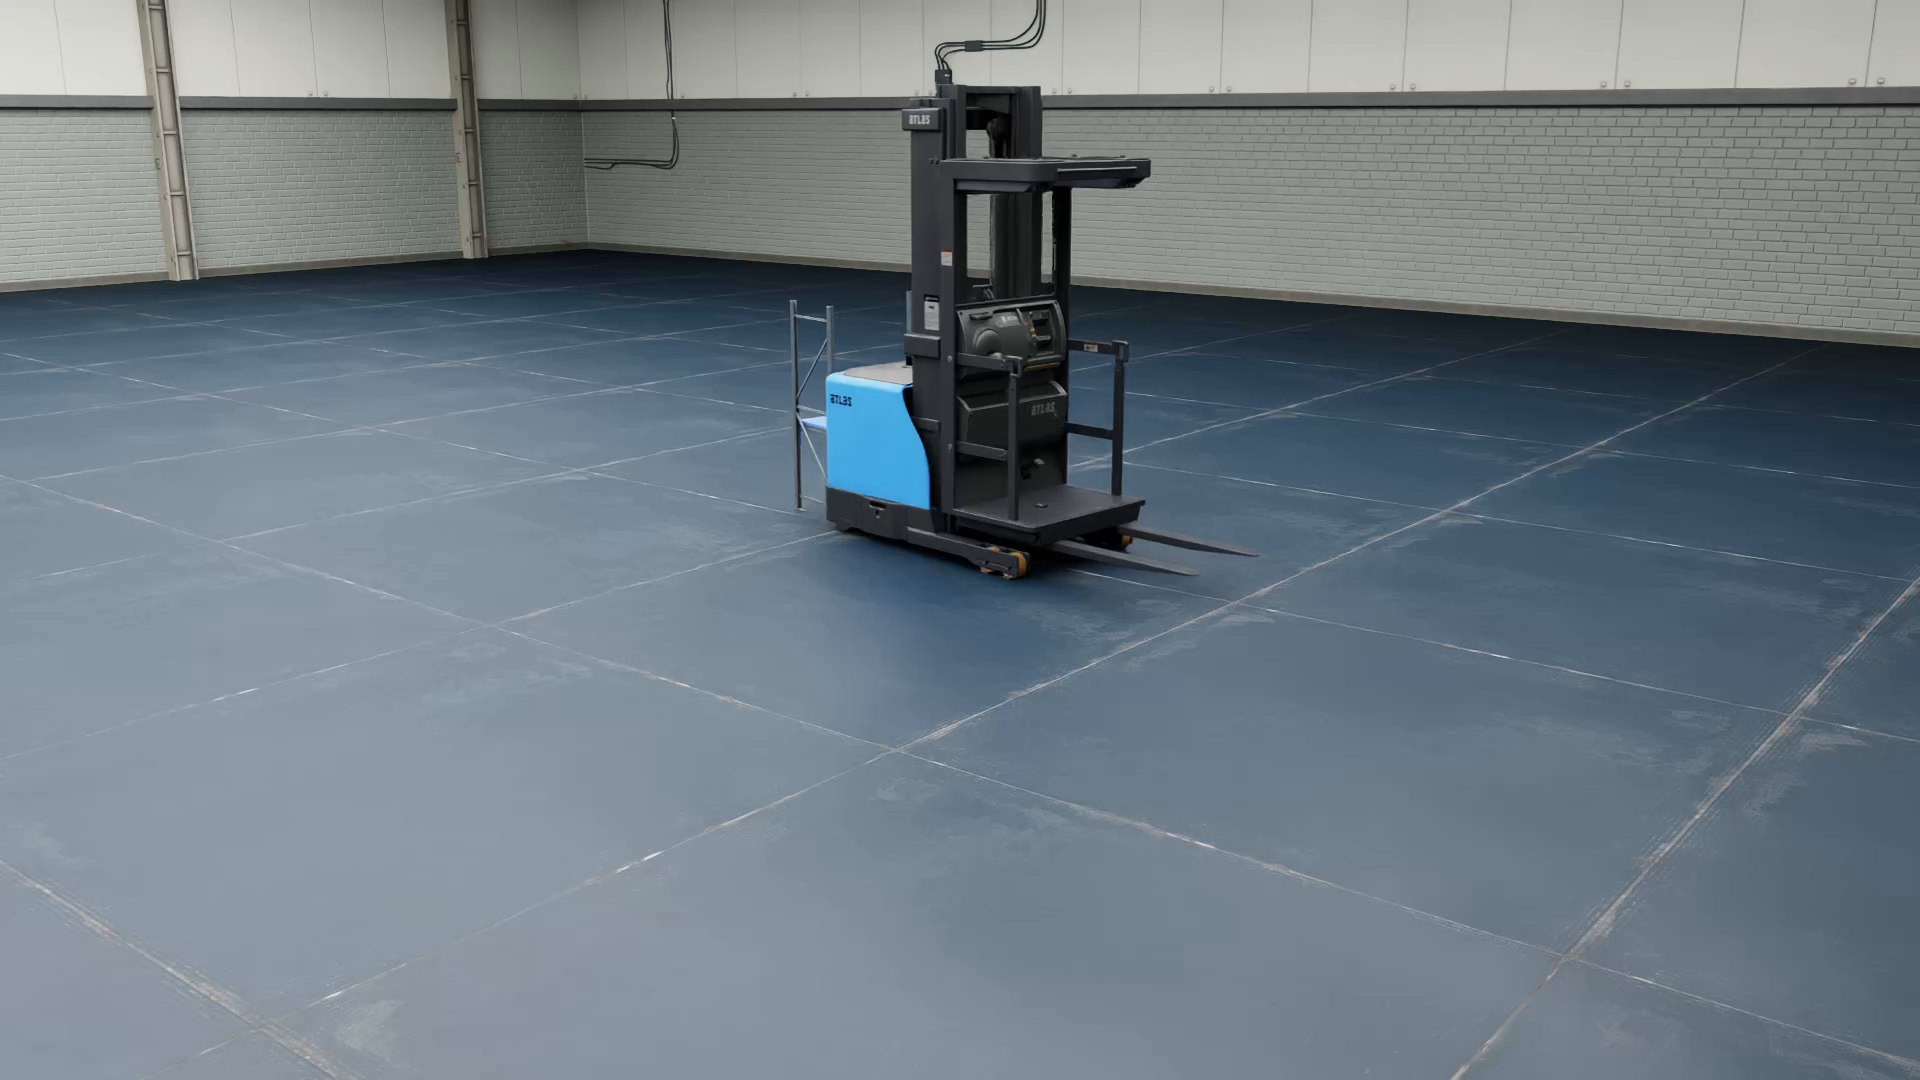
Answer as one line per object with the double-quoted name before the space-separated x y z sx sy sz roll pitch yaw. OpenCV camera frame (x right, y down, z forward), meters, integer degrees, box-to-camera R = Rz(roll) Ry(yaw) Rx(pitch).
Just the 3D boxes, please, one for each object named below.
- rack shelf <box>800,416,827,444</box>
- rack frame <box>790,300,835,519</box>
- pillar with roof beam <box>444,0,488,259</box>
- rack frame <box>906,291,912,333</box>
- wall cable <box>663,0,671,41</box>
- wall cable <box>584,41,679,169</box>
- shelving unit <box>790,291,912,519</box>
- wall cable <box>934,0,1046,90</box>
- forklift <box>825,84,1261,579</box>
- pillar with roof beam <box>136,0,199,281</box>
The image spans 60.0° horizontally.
"rack shelf" -0.625 -0.806 11.980 1.000 0.185 0.538 -11 18 -37
"rack frame" -1.023 -0.902 11.629 0.032 1.500 0.500 -11 18 -37
"pillar with roof beam" -6.426 -9.392 29.816 9.100 9.000 0.400 11 18 38
"rack frame" -0.228 -1.058 12.243 0.032 1.500 0.500 -11 18 -37
"wall cable" -4.790 -10.941 31.966 3.097 2.526 0.112 11 18 38
"wall cable" -6.894 -8.912 34.236 3.097 2.526 0.112 11 18 38
"shelving unit" -0.625 -0.980 11.936 1.048 1.500 0.538 -11 18 -37
"wall cable" 0.480 -10.593 27.640 2.305 6.003 0.169 11 18 38
"forklift" 0.482 -1.325 10.386 3.031 2.935 1.130 14 20 43
"pillar with roof beam" -10.197 -8.243 25.292 9.100 9.000 0.400 11 18 38
